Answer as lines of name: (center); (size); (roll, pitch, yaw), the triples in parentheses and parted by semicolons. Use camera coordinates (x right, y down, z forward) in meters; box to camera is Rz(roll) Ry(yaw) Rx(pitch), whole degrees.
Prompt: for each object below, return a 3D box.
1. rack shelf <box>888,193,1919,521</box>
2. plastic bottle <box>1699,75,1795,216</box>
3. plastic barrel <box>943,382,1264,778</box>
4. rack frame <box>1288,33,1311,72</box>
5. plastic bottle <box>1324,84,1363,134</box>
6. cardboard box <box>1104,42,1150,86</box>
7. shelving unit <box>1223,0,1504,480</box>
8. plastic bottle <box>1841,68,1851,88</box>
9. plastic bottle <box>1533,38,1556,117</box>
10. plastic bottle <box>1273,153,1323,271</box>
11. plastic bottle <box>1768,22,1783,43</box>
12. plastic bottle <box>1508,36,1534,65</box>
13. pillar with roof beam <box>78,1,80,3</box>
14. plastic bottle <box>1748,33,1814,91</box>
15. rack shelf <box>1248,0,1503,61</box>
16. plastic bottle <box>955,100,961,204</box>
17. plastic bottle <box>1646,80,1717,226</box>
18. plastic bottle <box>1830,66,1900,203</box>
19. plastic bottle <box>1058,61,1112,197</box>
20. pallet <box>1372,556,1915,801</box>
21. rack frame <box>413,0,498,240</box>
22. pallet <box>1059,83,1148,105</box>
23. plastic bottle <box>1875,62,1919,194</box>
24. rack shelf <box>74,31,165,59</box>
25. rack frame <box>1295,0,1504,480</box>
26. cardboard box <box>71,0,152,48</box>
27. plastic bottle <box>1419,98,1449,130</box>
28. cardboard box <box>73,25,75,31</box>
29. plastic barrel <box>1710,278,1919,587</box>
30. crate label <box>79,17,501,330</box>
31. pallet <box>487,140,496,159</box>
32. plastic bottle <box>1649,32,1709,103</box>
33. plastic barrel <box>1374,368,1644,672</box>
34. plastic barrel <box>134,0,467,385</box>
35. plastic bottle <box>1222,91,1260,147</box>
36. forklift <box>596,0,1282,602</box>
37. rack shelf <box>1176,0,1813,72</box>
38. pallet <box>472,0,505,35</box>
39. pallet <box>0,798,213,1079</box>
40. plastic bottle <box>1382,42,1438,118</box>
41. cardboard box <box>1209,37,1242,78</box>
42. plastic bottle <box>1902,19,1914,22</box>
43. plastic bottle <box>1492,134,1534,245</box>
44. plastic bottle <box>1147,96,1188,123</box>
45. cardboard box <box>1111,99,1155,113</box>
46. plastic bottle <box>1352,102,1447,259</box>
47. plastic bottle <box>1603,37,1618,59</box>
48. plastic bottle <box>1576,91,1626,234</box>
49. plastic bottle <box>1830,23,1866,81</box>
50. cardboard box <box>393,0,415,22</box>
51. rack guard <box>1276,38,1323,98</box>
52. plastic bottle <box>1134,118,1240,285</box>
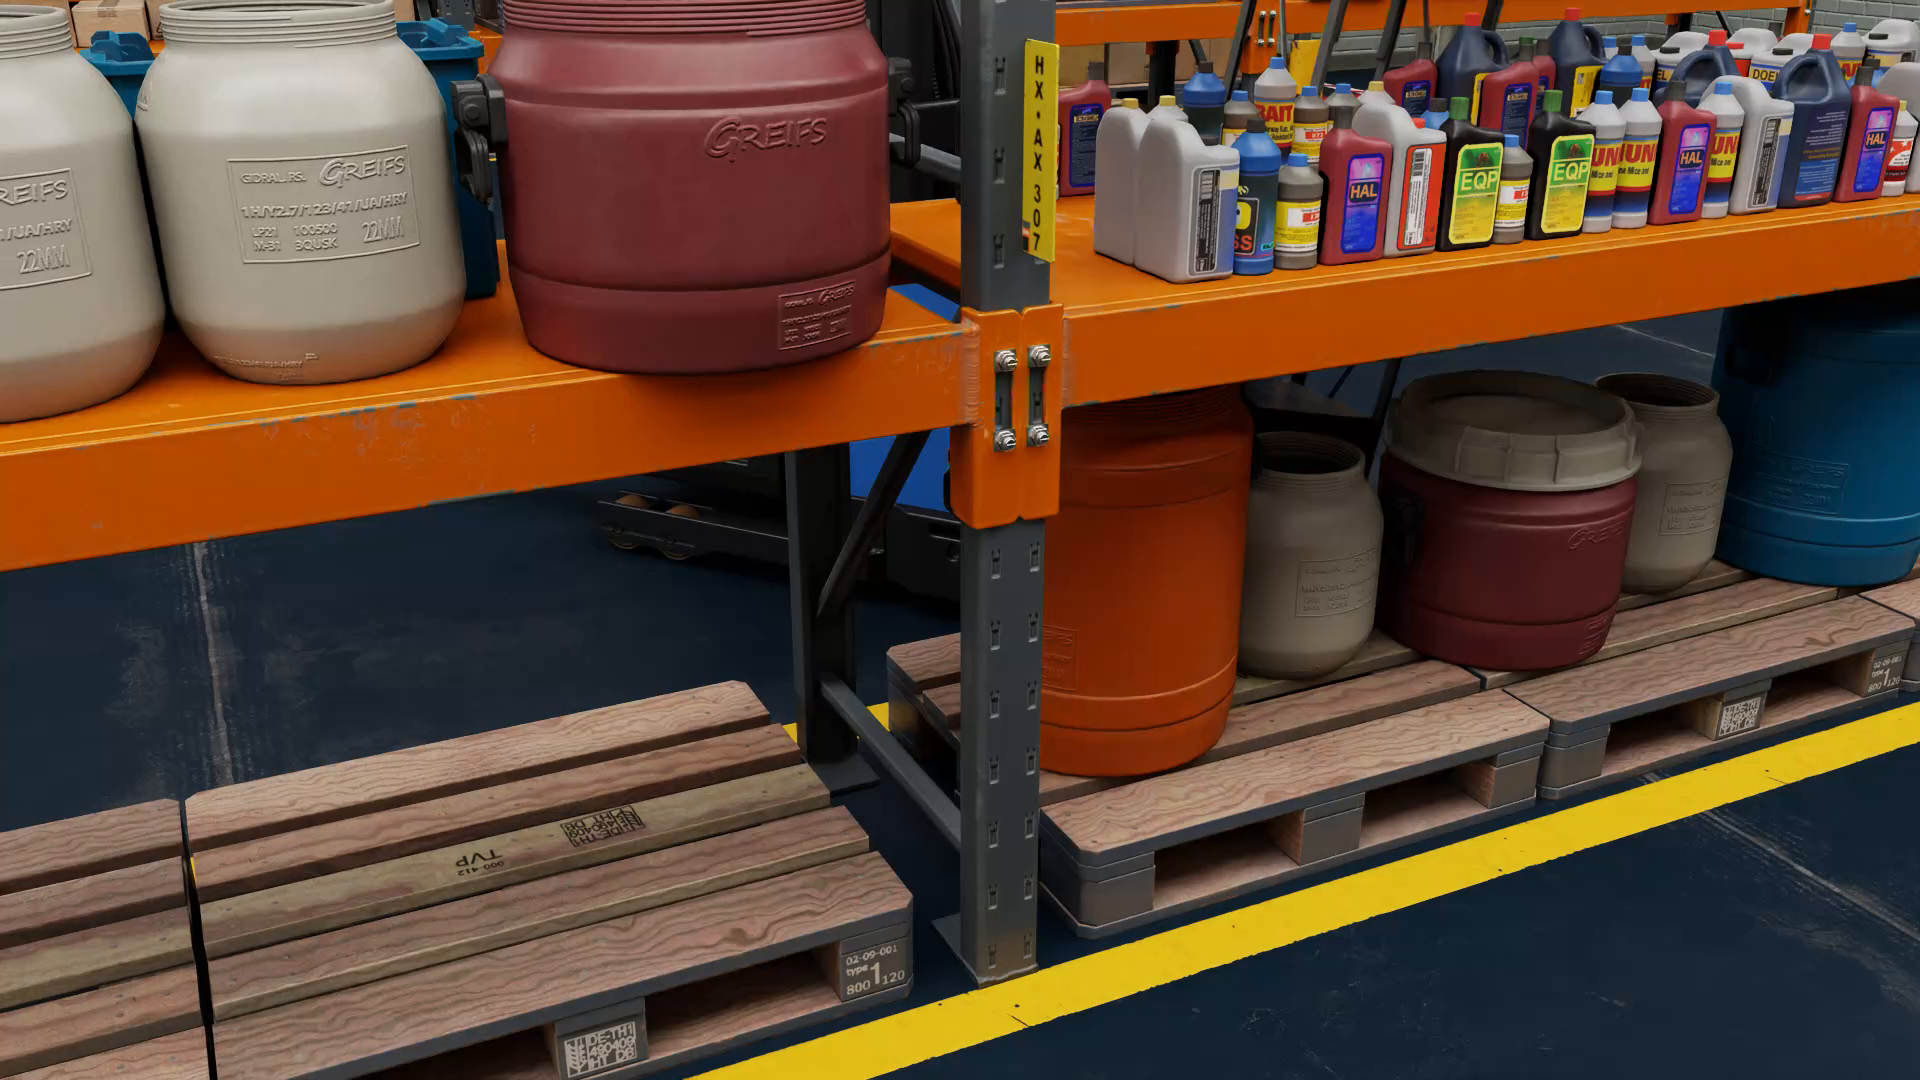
rack shelf: (1.680, -0.709, 3.982); (4.000, 0.370, 1.077); (-10, 25, -24)
plastic bottle: (1.658, -0.843, 3.526); (0.135, 0.276, 0.152); (-10, 25, -24)
plastic barrel: (0.311, 0.012, 3.588); (0.708, 0.830, 0.600); (-10, 25, -24)
rack frame: (2.790, -5.451, 14.497); (0.127, 3.000, 1.000); (-10, 25, -24)
plastic bottle: (0.904, -0.980, 3.956); (0.097, 0.201, 0.097); (0, 22, 0)
cardboard box: (1.299, -4.173, 14.128); (0.500, 0.500, 0.700); (-11, 25, -25)
shelving unit: (0.946, -0.865, 4.429); (0.503, 2.100, 0.431); (3, 19, -28)
plastic bottle: (1.914, -0.902, 3.676); (0.097, 0.271, 0.097); (0, 22, 0)
plastic bottle: (1.401, -1.091, 4.117); (0.133, 0.283, 0.061); (-10, 25, -24)
plastic bottle: (0.612, -0.604, 3.048); (0.097, 0.201, 0.097); (0, 22, 0)
plastic bottle: (2.167, -1.258, 4.520); (0.133, 0.283, 0.061); (-10, 25, -24)
plastic bottle: (1.374, -1.112, 4.168); (0.133, 0.283, 0.061); (-10, 25, -24)
pillar with roof beam: (-4.098, -5.495, 6.758); (0.400, 9.000, 9.100); (-10, 25, -24)
plastic bottle: (2.132, -1.164, 4.303); (0.135, 0.276, 0.152); (-10, 25, -24)
rack shelf: (1.083, -1.508, 4.233); (0.480, 0.518, 0.431); (3, 19, -28)
plastic bottle: (0.058, -0.870, 3.582); (0.133, 0.283, 0.061); (-10, 25, -24)
plastic bottle: (1.469, -0.792, 3.394); (0.133, 0.283, 0.061); (-10, 25, -24)
plastic bottle: (1.965, -0.883, 3.615); (0.133, 0.283, 0.061); (-10, 25, -24)
plastic bottle: (0.265, -0.908, 3.675); (0.133, 0.283, 0.061); (-10, 25, -24)
pallet: (1.668, 0.233, 4.412); (1.213, 0.211, 1.003); (-10, 25, -24)
rack frame: (-2.267, -2.417, 7.168); (0.127, 3.000, 1.000); (-10, 25, -24)
pallet: (1.006, -3.802, 14.159); (1.213, 0.211, 1.003); (-10, 25, -24)
plastic bottle: (2.154, -0.934, 3.747); (0.135, 0.276, 0.152); (-10, 25, -24)
rack shelf: (-4.069, -1.753, 6.504); (4.000, 0.370, 1.077); (-10, 25, -24)
rack frame: (1.161, -0.854, 4.544); (0.015, 2.100, 0.400); (3, 19, -28)
cardboard box: (-3.391, -2.070, 6.658); (0.250, 0.149, 0.380); (-9, 24, -20)
plastic bottle: (0.915, -0.718, 3.231); (0.097, 0.271, 0.097); (0, 22, 0)
cardboard box: (-5.586, -3.308, 11.033); (0.500, 0.250, 0.500); (-10, 24, -23)
plastic barrel: (2.347, -0.396, 4.479); (0.708, 0.901, 0.600); (-10, 25, -24)
crate label: (-1.134, -0.654, 2.863); (0.616, 0.435, 0.502); (-10, 25, -24)
pallet: (-3.676, -2.940, 12.077); (1.213, 0.211, 1.003); (-10, 25, -24)
plastic bottle: (1.857, -1.178, 4.337); (0.135, 0.276, 0.152); (-10, 25, -24)
plastic barrel: (1.329, -0.064, 4.086); (0.708, 0.588, 0.600); (-10, 25, -24)
plastic barrel: (-0.956, -0.517, 2.431); (0.421, 0.512, 0.421); (0, 22, 0)
plastic bottle: (0.641, -0.932, 3.838); (0.097, 0.201, 0.097); (0, 22, 0)
forklift: (-0.559, -1.460, 4.945); (3.031, 2.935, 1.130); (11, 25, 24)
rack shelf: (3.140, -3.080, 9.710); (4.000, 0.370, 1.077); (-10, 25, -24)
pallet: (-1.687, -2.465, 7.535); (1.003, 0.211, 1.213); (-10, 25, -24)
pallet: (-1.935, 0.895, 2.813); (1.213, 0.211, 1.003); (-10, 25, -24)
plastic bottle: (1.087, -1.060, 4.040); (0.133, 0.283, 0.061); (-10, 25, -24)
cardboard box: (2.202, -4.339, 14.531); (0.500, 0.500, 0.700); (-10, 25, -24)
plastic bottle: (2.663, -1.336, 4.725); (0.097, 0.271, 0.097); (0, 22, 0)
plastic bottle: (1.062, -0.687, 3.247); (0.097, 0.201, 0.097); (0, 22, 0)
plastic bottle: (0.465, -0.899, 3.760); (0.097, 0.201, 0.097); (0, 22, 0)
cardboard box: (0.796, -2.133, 9.174); (0.500, 0.500, 0.500); (-12, 25, -26)
plastic bottle: (0.825, -0.690, 3.156); (0.135, 0.276, 0.152); (-10, 25, -24)
plastic bottle: (1.653, -1.150, 4.275); (0.097, 0.271, 0.097); (0, 22, 0)
plastic bottle: (1.270, -0.758, 3.327); (0.097, 0.271, 0.097); (0, 22, 0)
plastic bottle: (2.454, -1.298, 4.632); (0.097, 0.271, 0.097); (0, 22, 0)
cardboard box: (-2.614, -2.331, 7.076); (0.500, 0.311, 0.500); (-9, 24, -20)
rack guard: (2.811, -4.300, 14.984); (0.348, 0.500, 1.175); (-10, 25, -24)
plastic bottle: (0.408, -0.613, 2.971); (0.135, 0.276, 0.152); (-10, 25, -24)
